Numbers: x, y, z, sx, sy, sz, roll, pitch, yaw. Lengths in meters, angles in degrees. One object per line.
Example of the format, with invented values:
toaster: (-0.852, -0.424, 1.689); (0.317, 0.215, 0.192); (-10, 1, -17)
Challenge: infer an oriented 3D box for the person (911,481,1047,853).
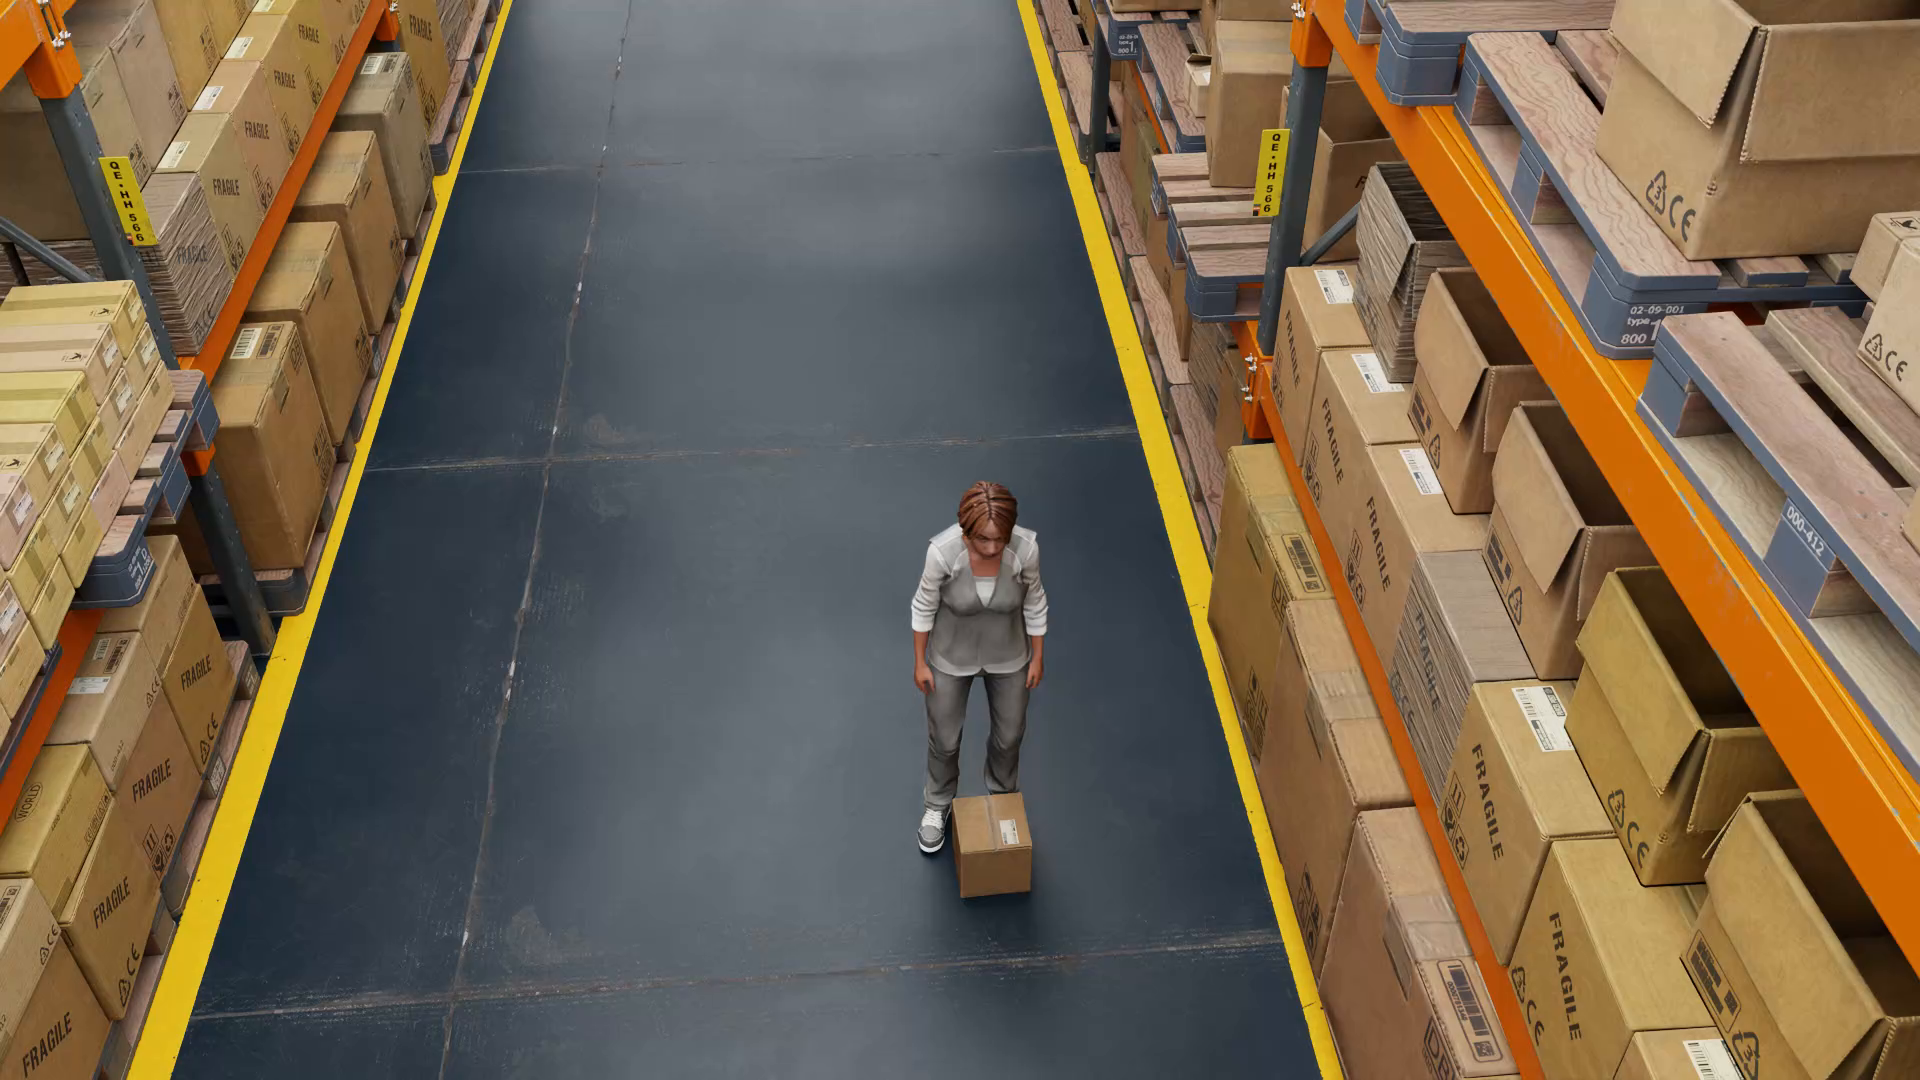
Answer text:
person: (0.066, 0.416, 5.664); (0.460, 1.591, 0.346); (-4, 40, -4)
